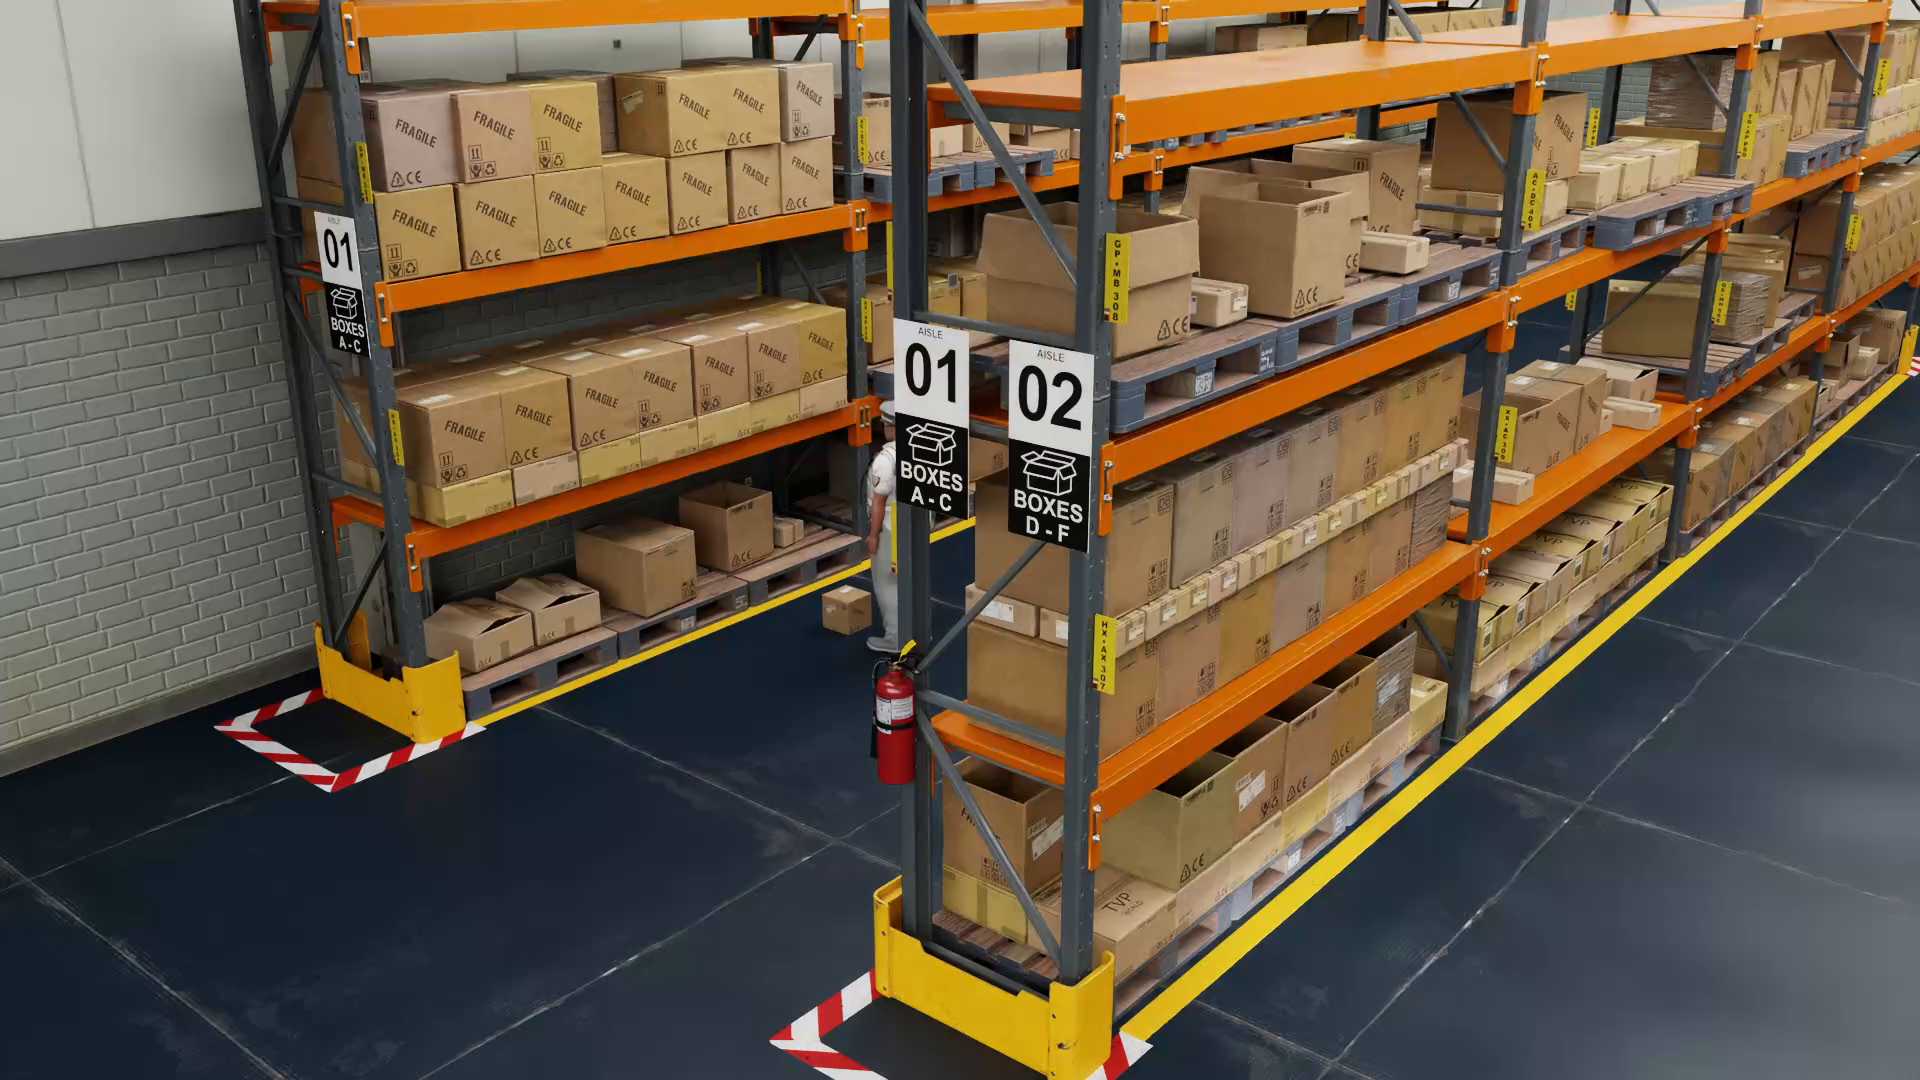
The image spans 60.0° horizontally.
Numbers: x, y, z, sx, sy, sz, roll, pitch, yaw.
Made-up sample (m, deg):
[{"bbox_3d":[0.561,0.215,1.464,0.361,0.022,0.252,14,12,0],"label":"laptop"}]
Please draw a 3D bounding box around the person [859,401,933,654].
[{"bbox_3d":[-0.430,-0.088,11.312,0.393,1.749,0.528,16,26,38],"label":"person"}]
